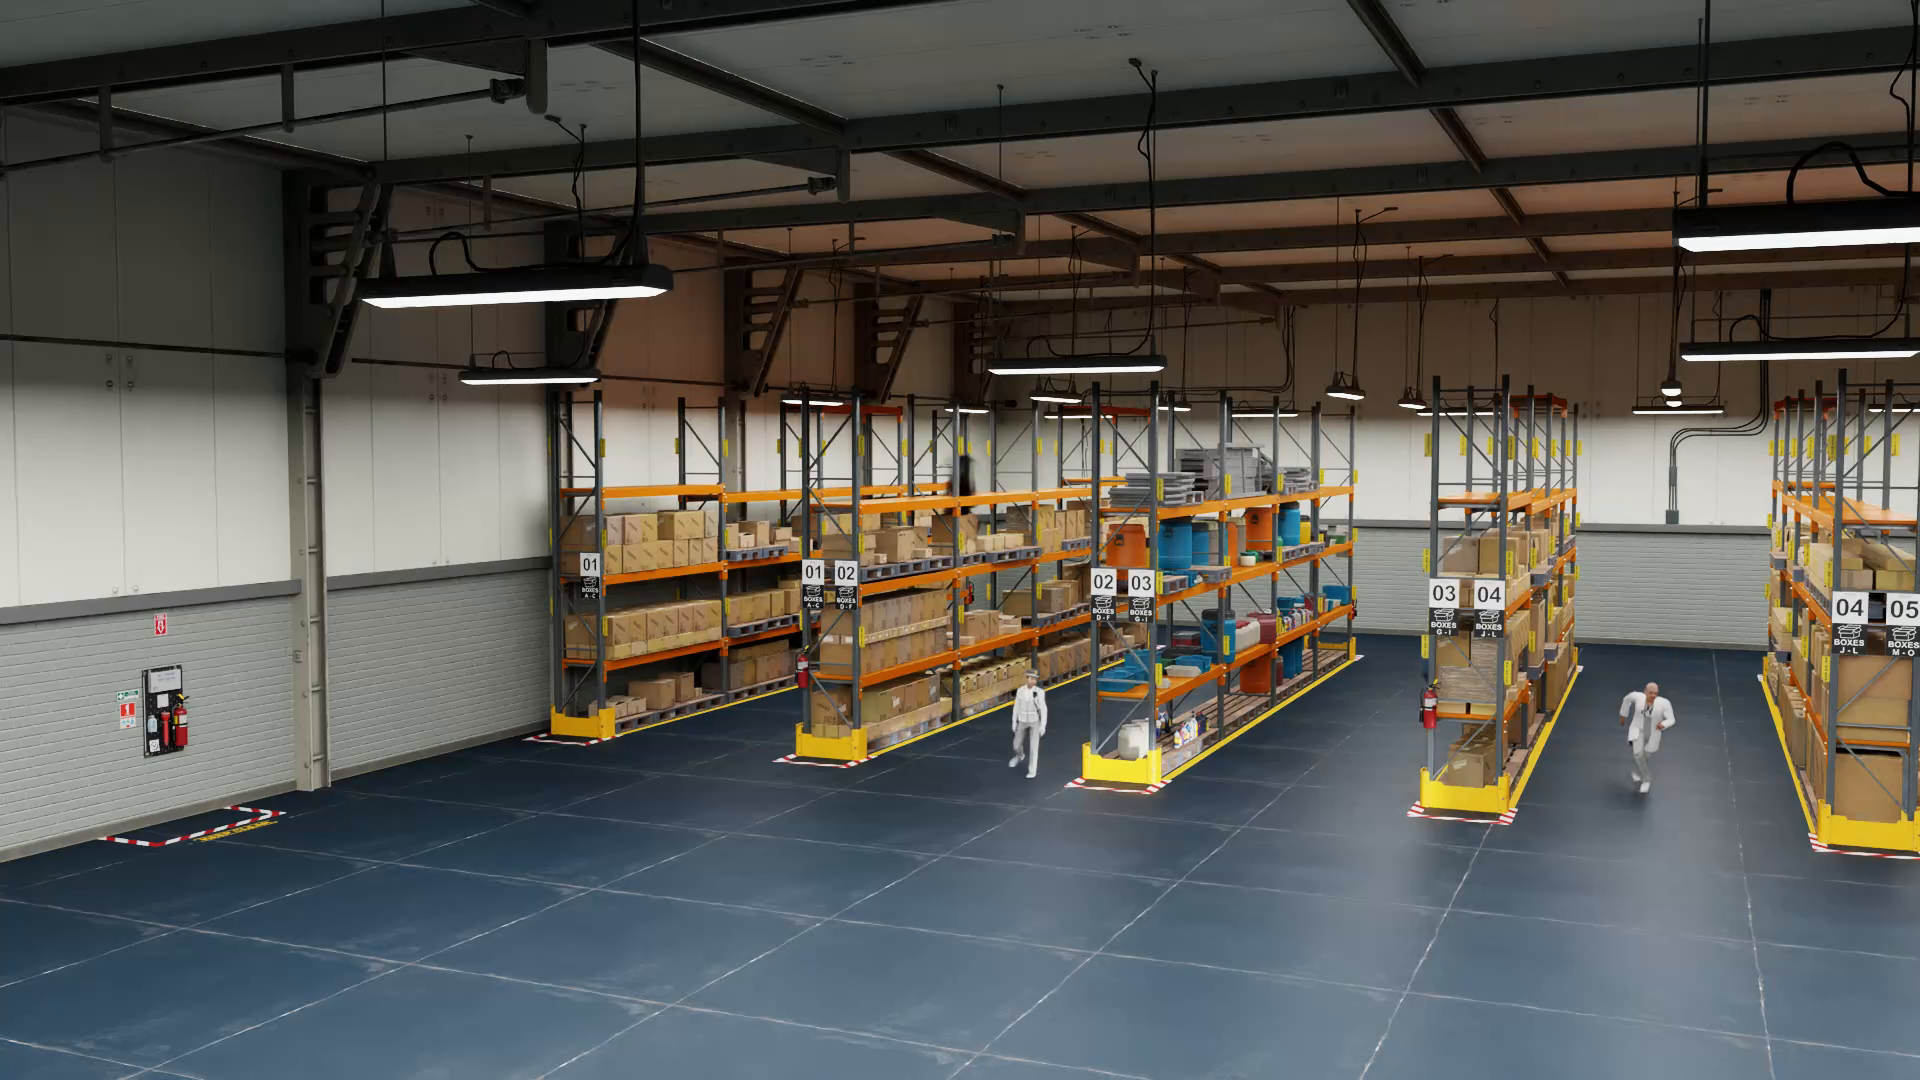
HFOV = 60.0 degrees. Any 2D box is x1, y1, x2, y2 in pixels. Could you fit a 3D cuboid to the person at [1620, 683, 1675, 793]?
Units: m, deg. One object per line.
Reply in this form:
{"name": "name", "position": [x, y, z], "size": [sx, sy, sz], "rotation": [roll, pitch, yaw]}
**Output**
{"name": "person", "position": [10.032, 2.836, 24.307], "size": [0.708, 1.606, 1.186], "rotation": [1, 3, 16]}

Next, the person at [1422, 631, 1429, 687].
{"name": "person", "position": [9.454, 2.450, 33.069], "size": [0.544, 1.385, 1.027], "rotation": [2, 4, 37]}

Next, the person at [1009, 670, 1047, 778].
{"name": "person", "position": [1.023, 2.764, 25.329], "size": [0.654, 1.643, 0.577], "rotation": [1, 3, 16]}
